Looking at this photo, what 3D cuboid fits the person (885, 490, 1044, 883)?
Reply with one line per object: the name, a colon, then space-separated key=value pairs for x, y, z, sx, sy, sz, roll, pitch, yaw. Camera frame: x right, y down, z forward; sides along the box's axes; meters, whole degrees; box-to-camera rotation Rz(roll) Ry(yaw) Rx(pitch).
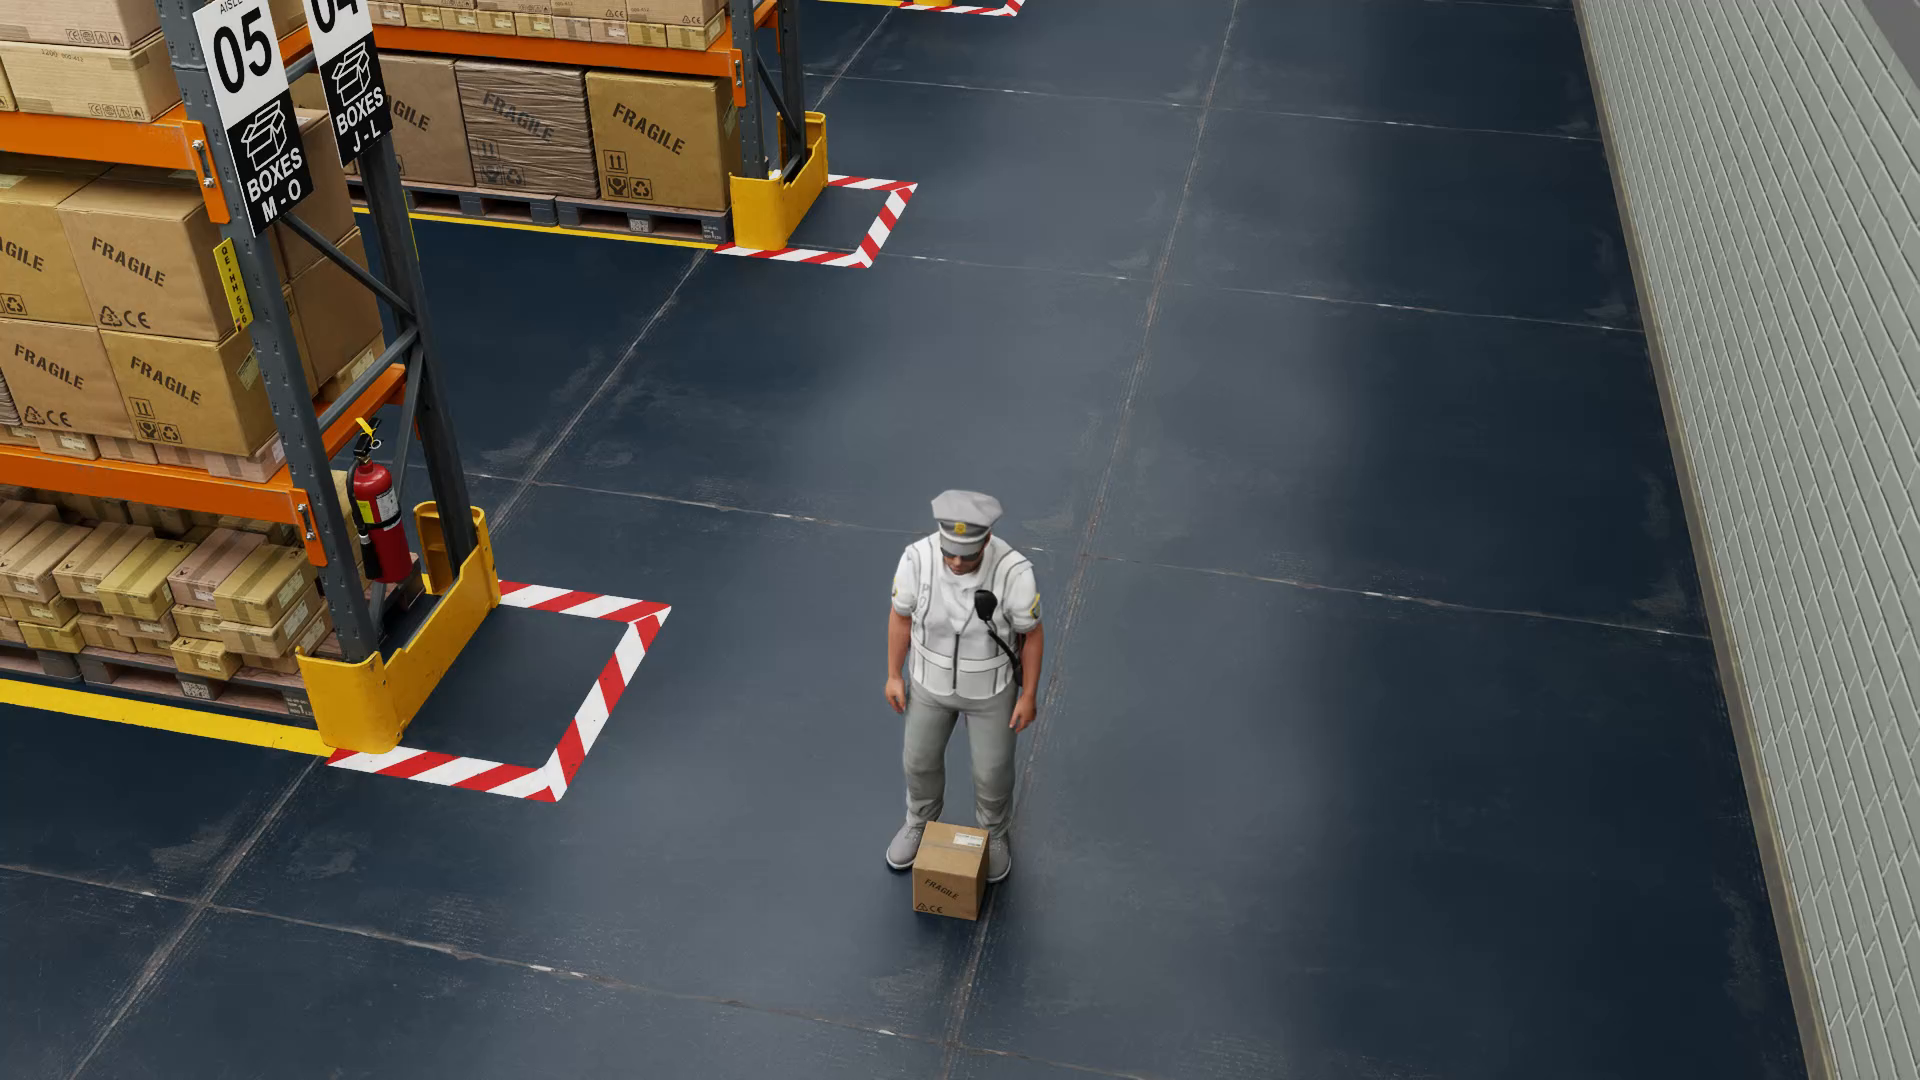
person: x=0.016 y=0.524 z=6.246 sx=0.585 sy=1.749 sz=0.435 roll=8 pitch=37 yaw=10
